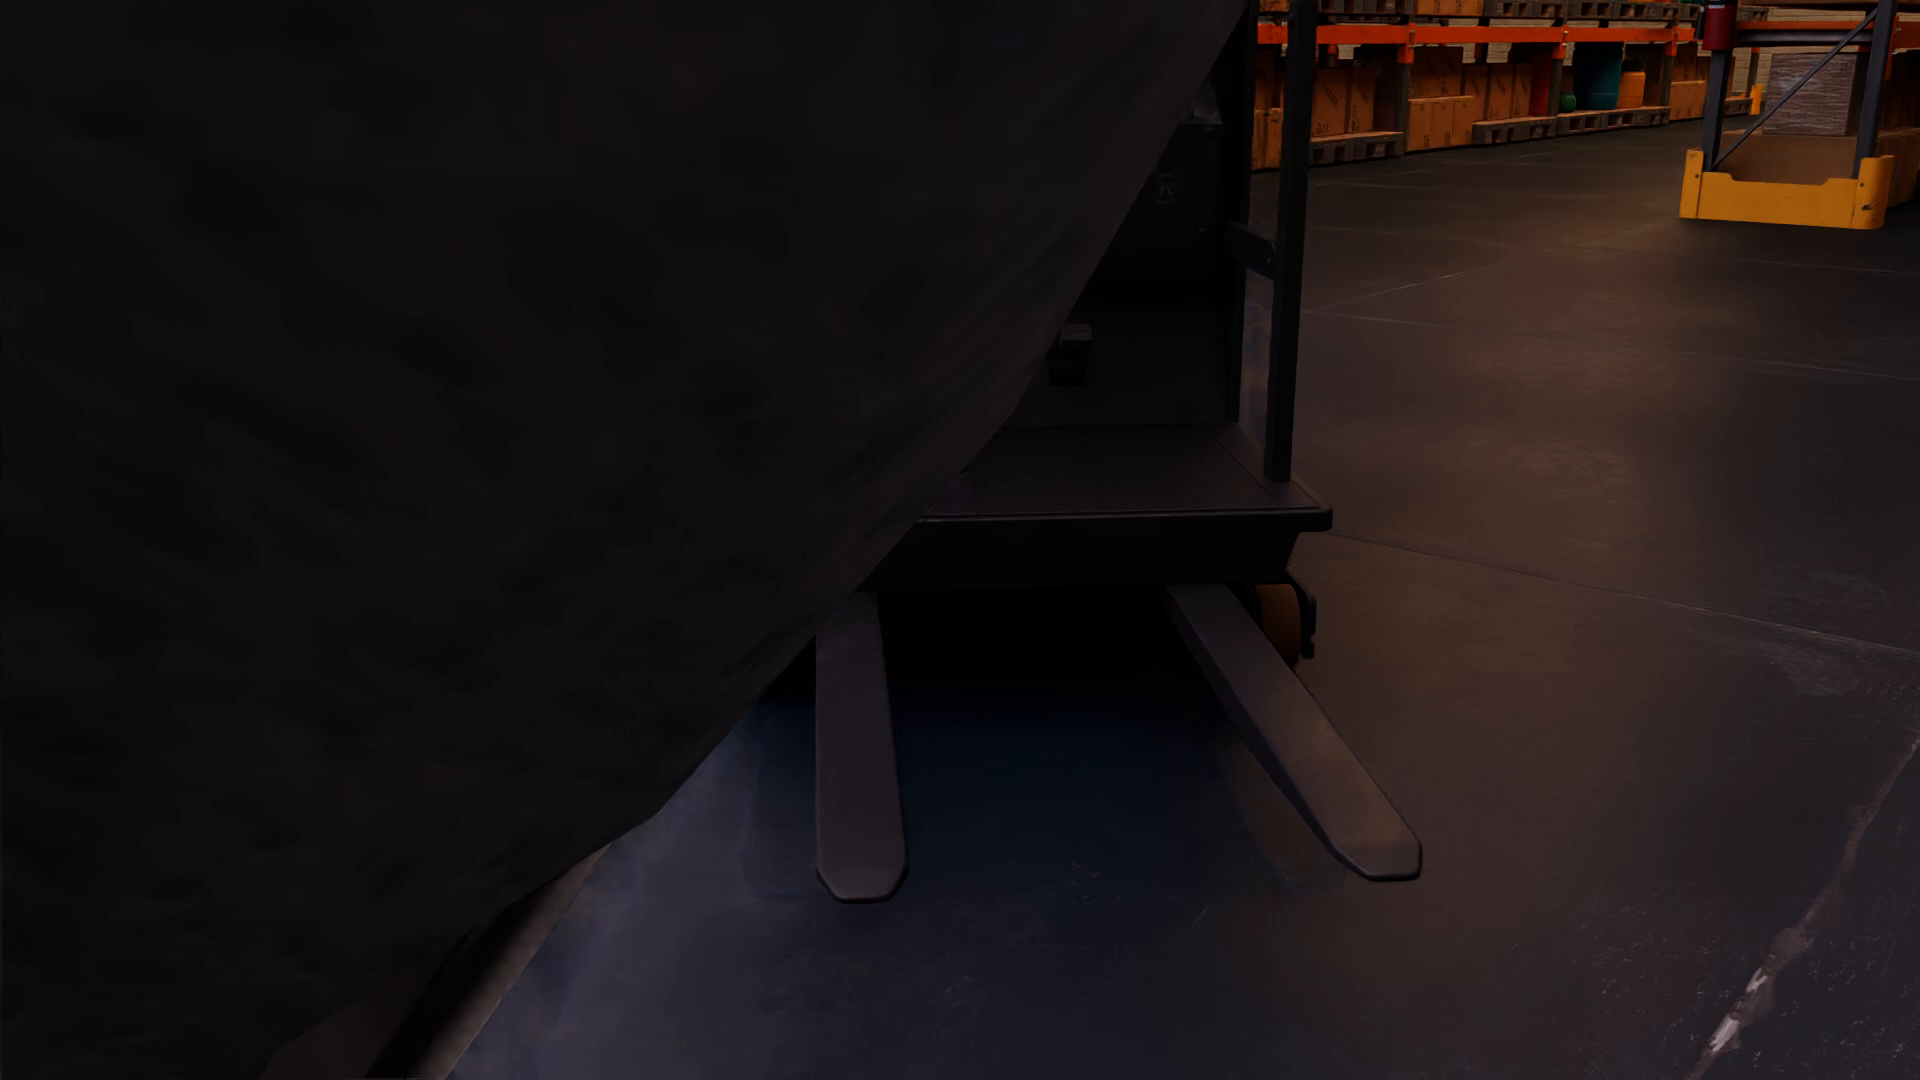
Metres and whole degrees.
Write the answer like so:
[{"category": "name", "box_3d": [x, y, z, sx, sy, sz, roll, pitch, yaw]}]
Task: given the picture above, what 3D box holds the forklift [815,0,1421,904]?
[{"category": "forklift", "box_3d": [0.069, -1.235, 2.963, 1.130, 2.935, 3.031, -1, 17, -5]}]
